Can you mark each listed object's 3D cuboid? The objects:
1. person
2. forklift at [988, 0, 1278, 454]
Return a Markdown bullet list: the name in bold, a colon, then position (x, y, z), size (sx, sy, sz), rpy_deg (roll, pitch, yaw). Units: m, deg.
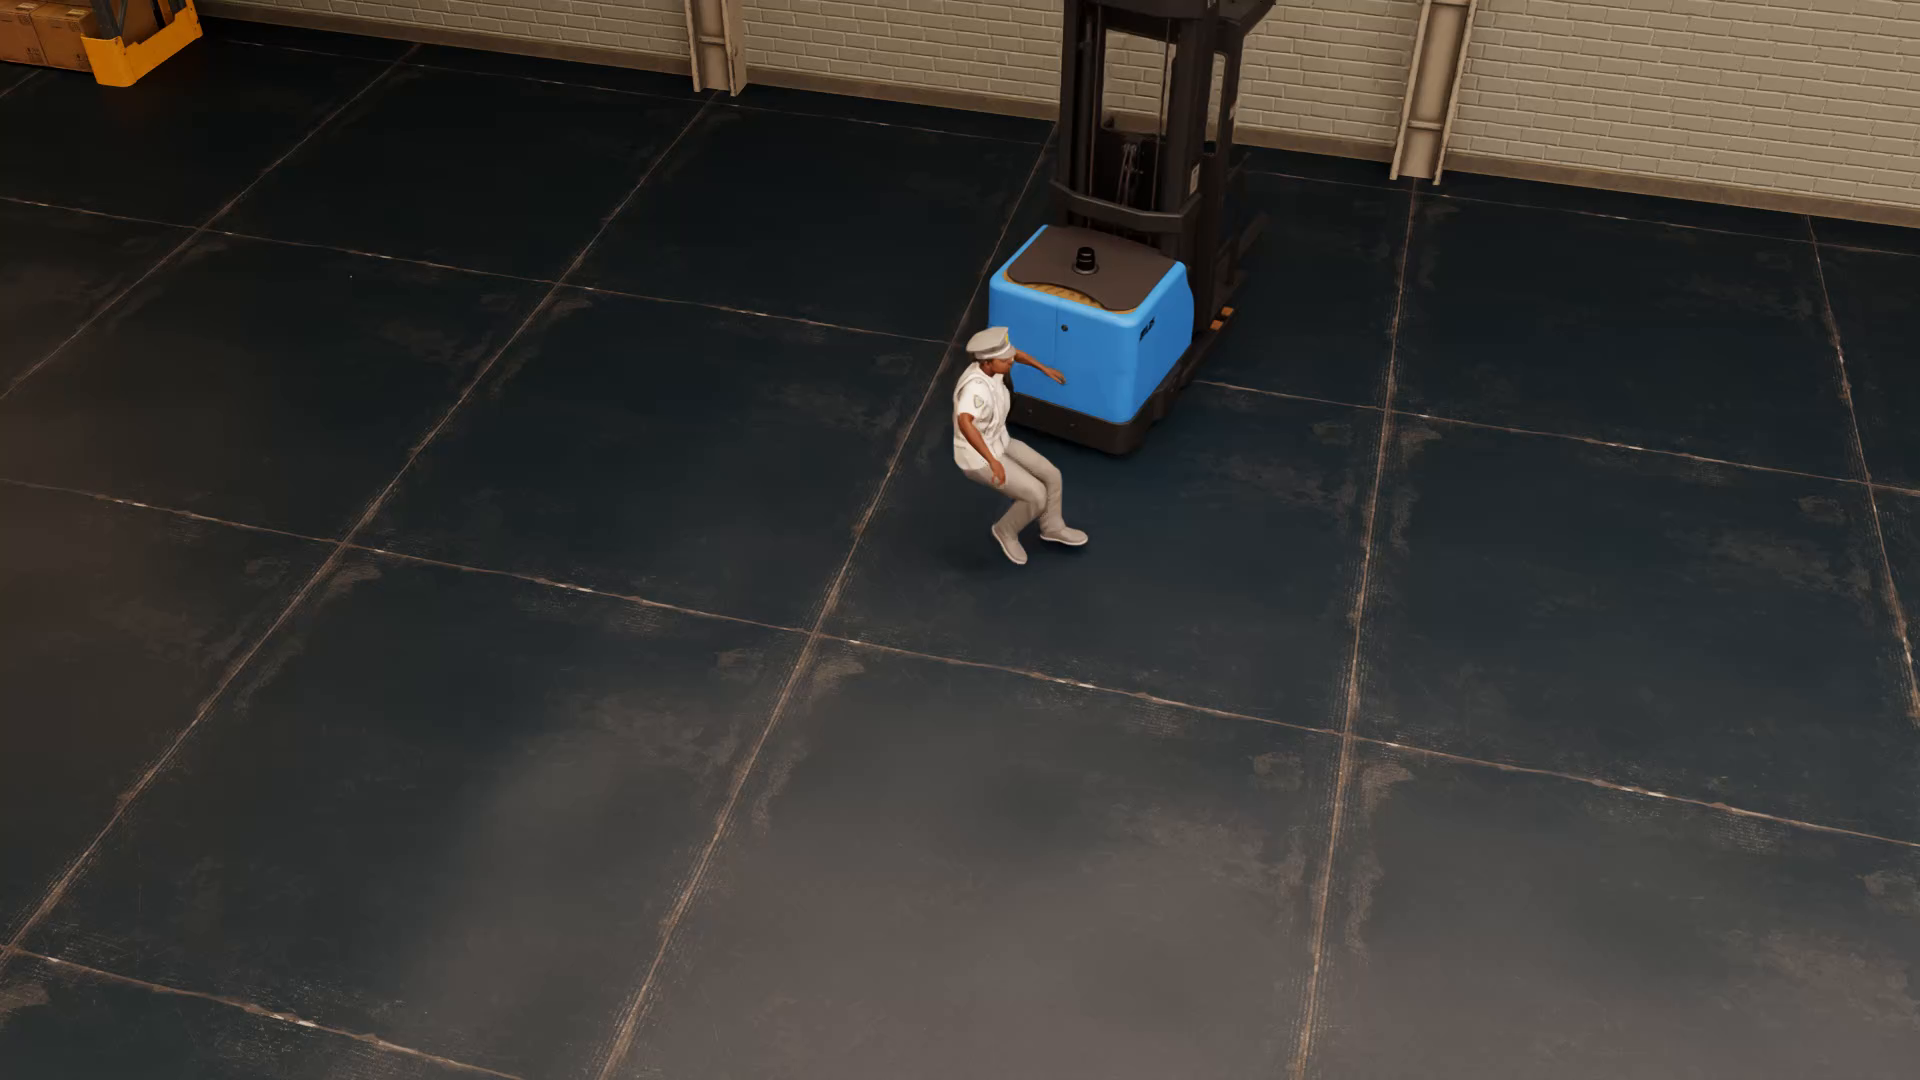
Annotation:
- **person**: position (0.359, -0.536, 9.500), size (0.783, 1.486, 1.073), rpy_deg (11, 42, 12)
- **forklift**: position (1.316, -2.608, 10.837), size (1.130, 2.935, 3.031), rpy_deg (20, 45, 21)
